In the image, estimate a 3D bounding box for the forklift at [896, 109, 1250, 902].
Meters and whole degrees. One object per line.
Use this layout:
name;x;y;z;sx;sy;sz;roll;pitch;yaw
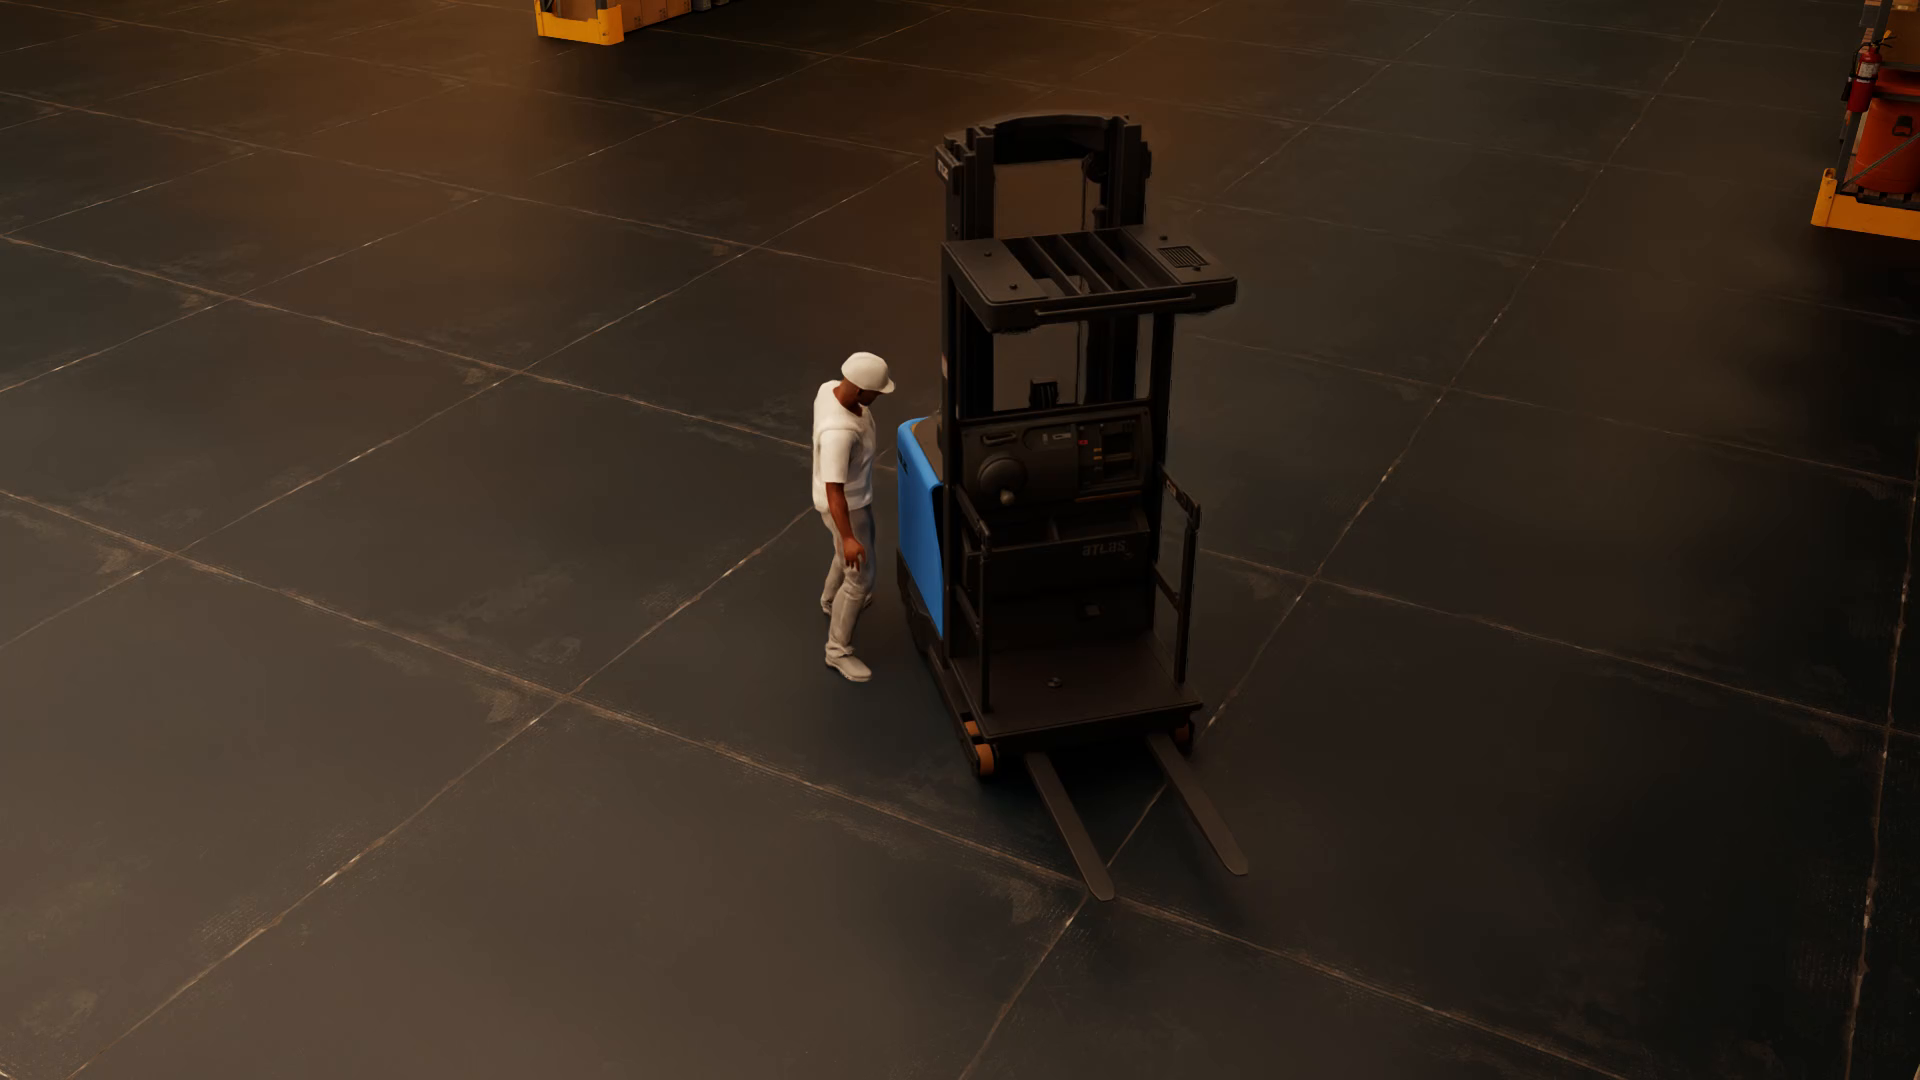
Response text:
forklift;0.520;-0.341;7.661;1.130;2.935;3.031;-8;31;-13

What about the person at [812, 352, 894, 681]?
person;-0.549;-0.211;8.676;0.437;1.718;0.973;-2;30;-4
